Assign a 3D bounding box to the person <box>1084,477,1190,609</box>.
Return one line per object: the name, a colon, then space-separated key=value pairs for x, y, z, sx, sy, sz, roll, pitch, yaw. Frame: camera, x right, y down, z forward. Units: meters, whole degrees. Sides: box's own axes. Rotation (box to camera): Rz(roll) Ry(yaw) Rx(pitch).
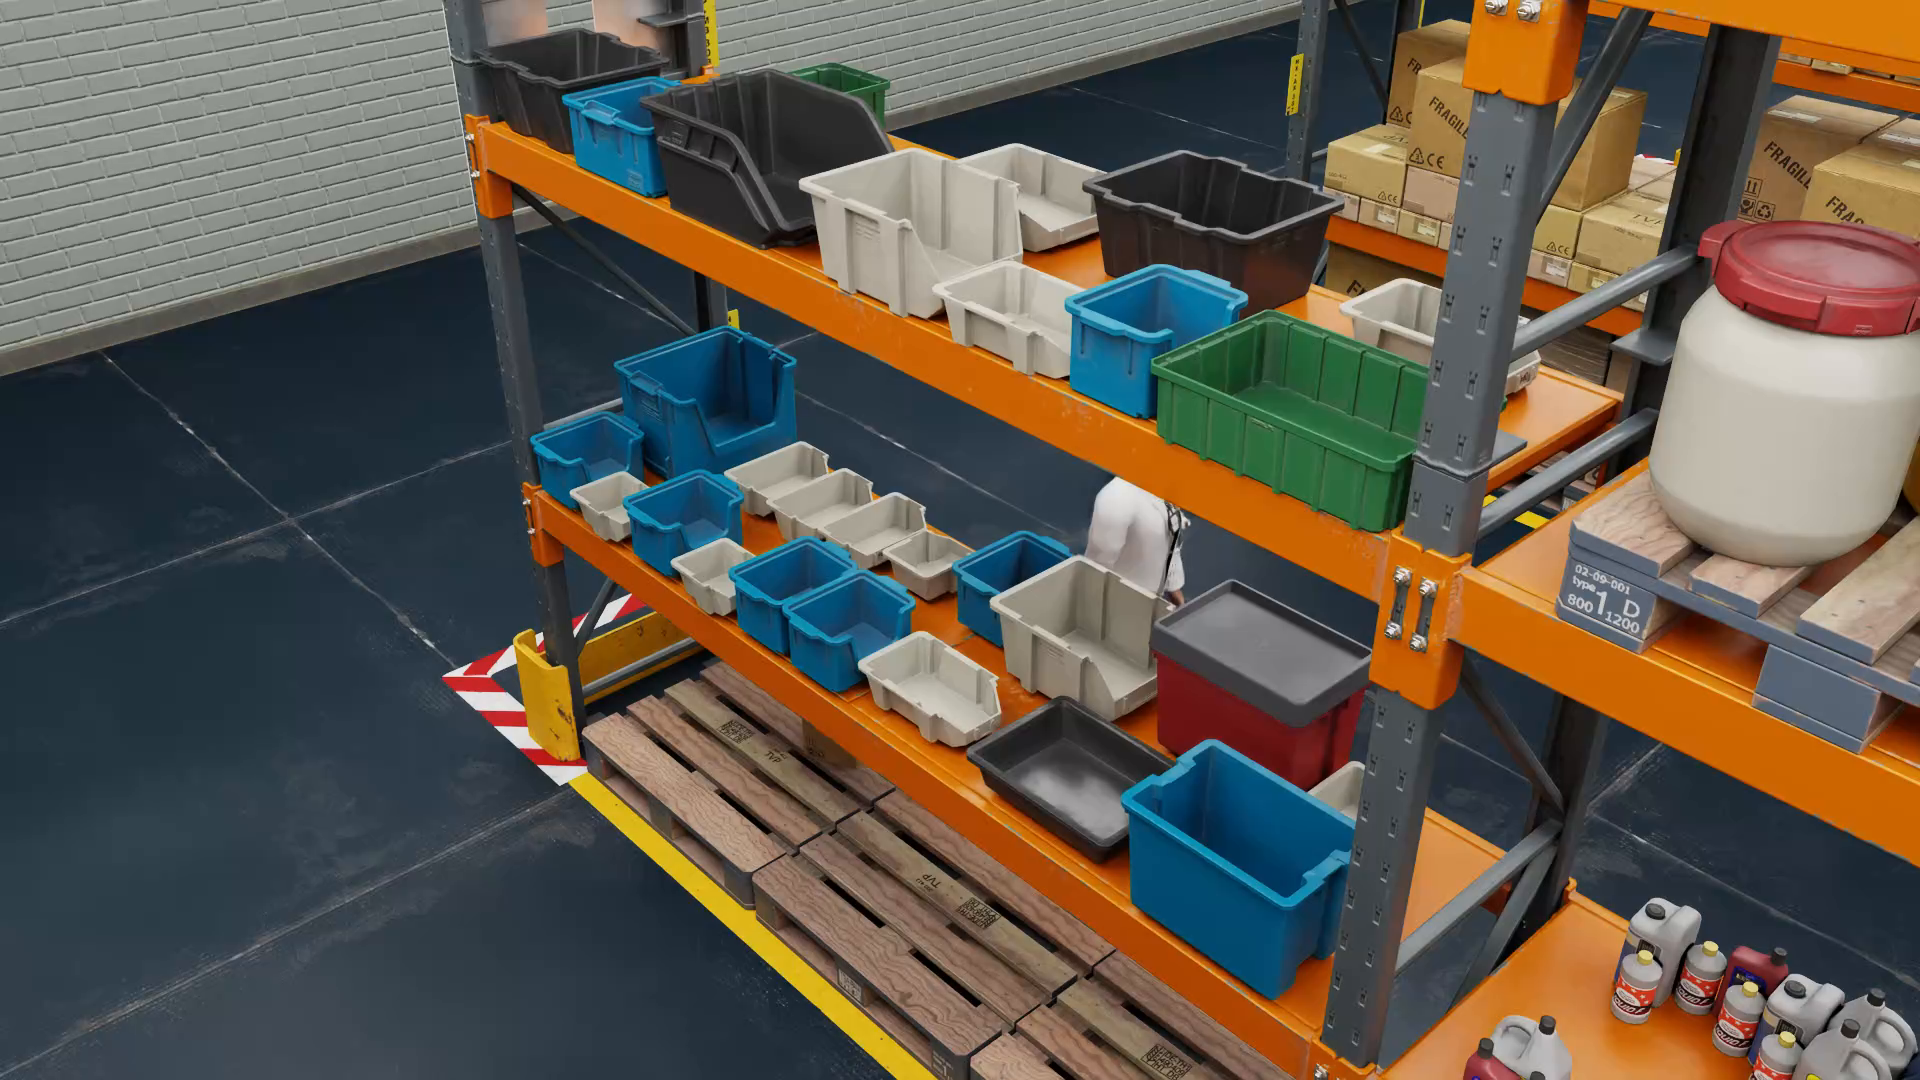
person: x=0.642 y=0.290 z=6.654 sx=0.566 sy=1.813 sz=0.605 roll=12 pitch=33 yaw=19
